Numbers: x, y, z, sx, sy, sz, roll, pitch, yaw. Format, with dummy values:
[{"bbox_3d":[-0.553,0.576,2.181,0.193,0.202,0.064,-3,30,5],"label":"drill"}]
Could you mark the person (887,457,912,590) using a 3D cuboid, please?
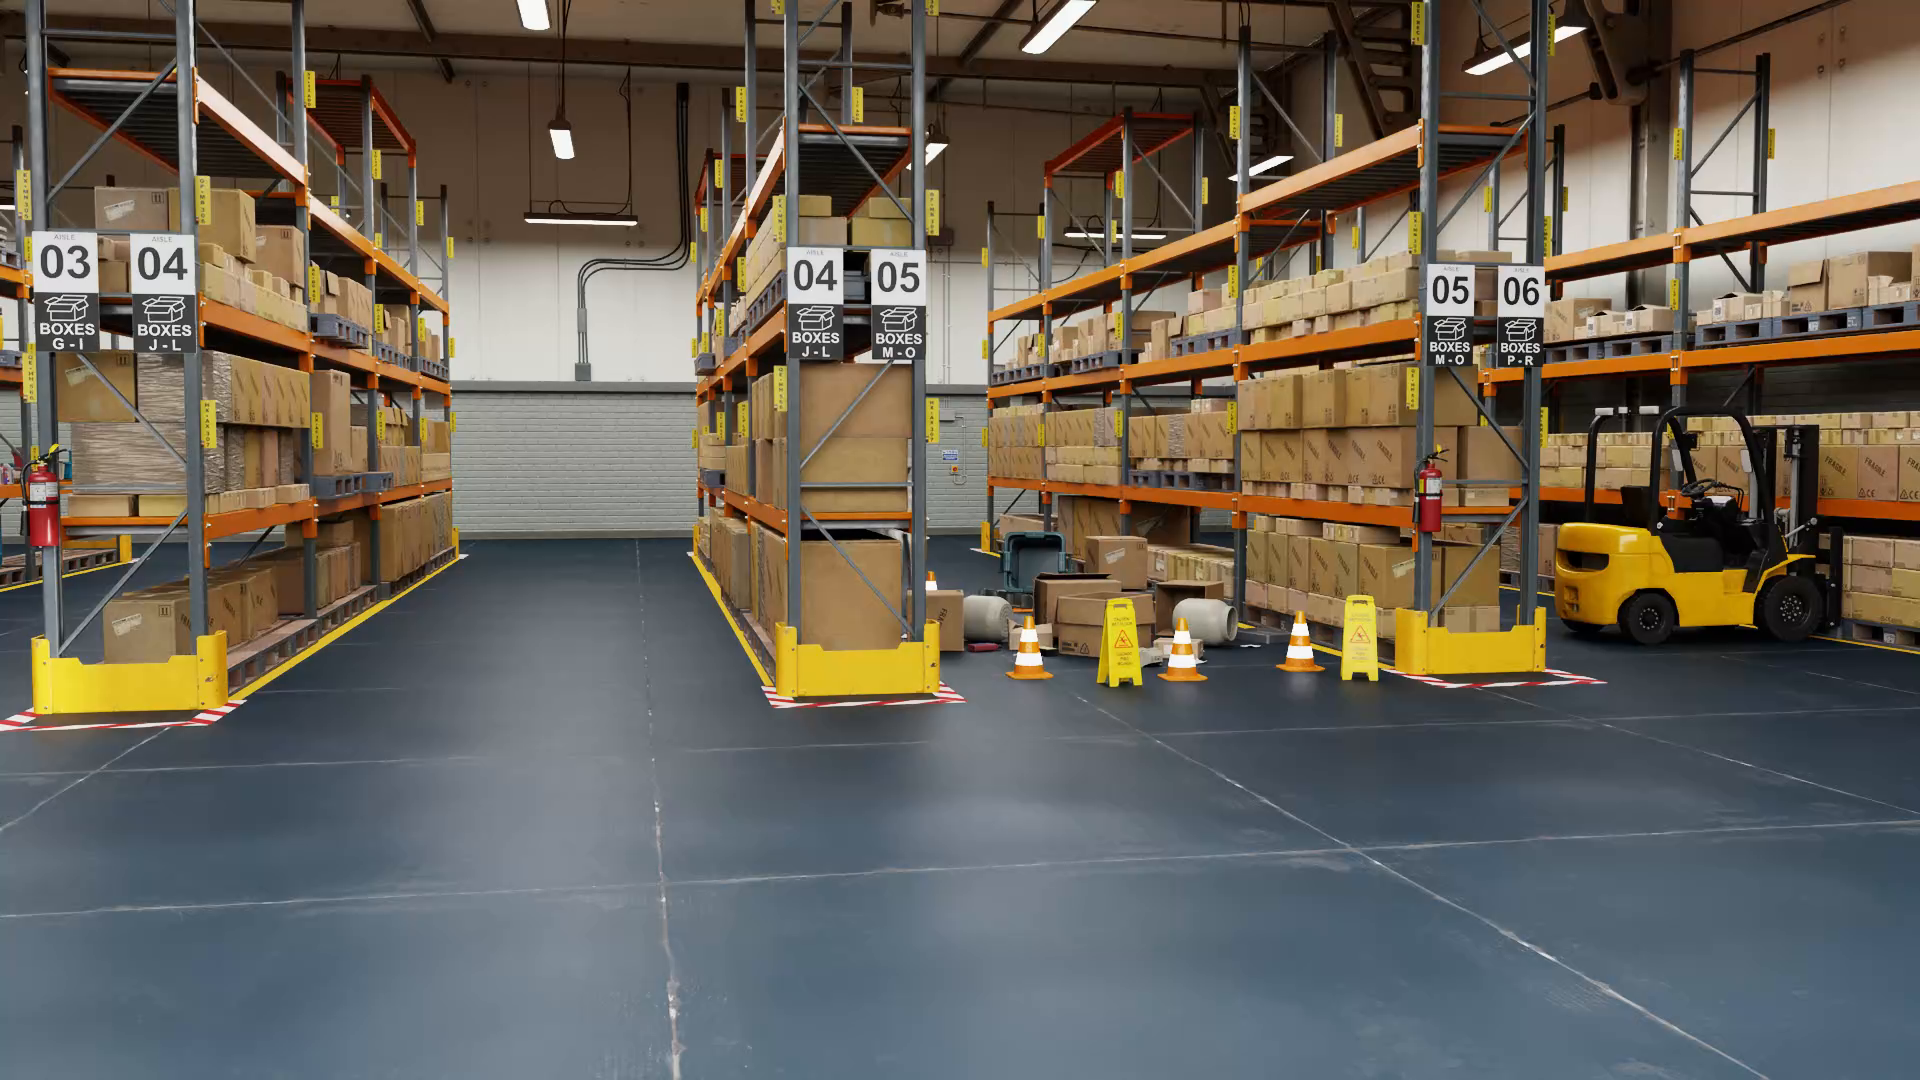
[{"bbox_3d":[-0.670,-0.120,19.012,0.468,1.697,0.552,-1,3,-12],"label":"person"}]
